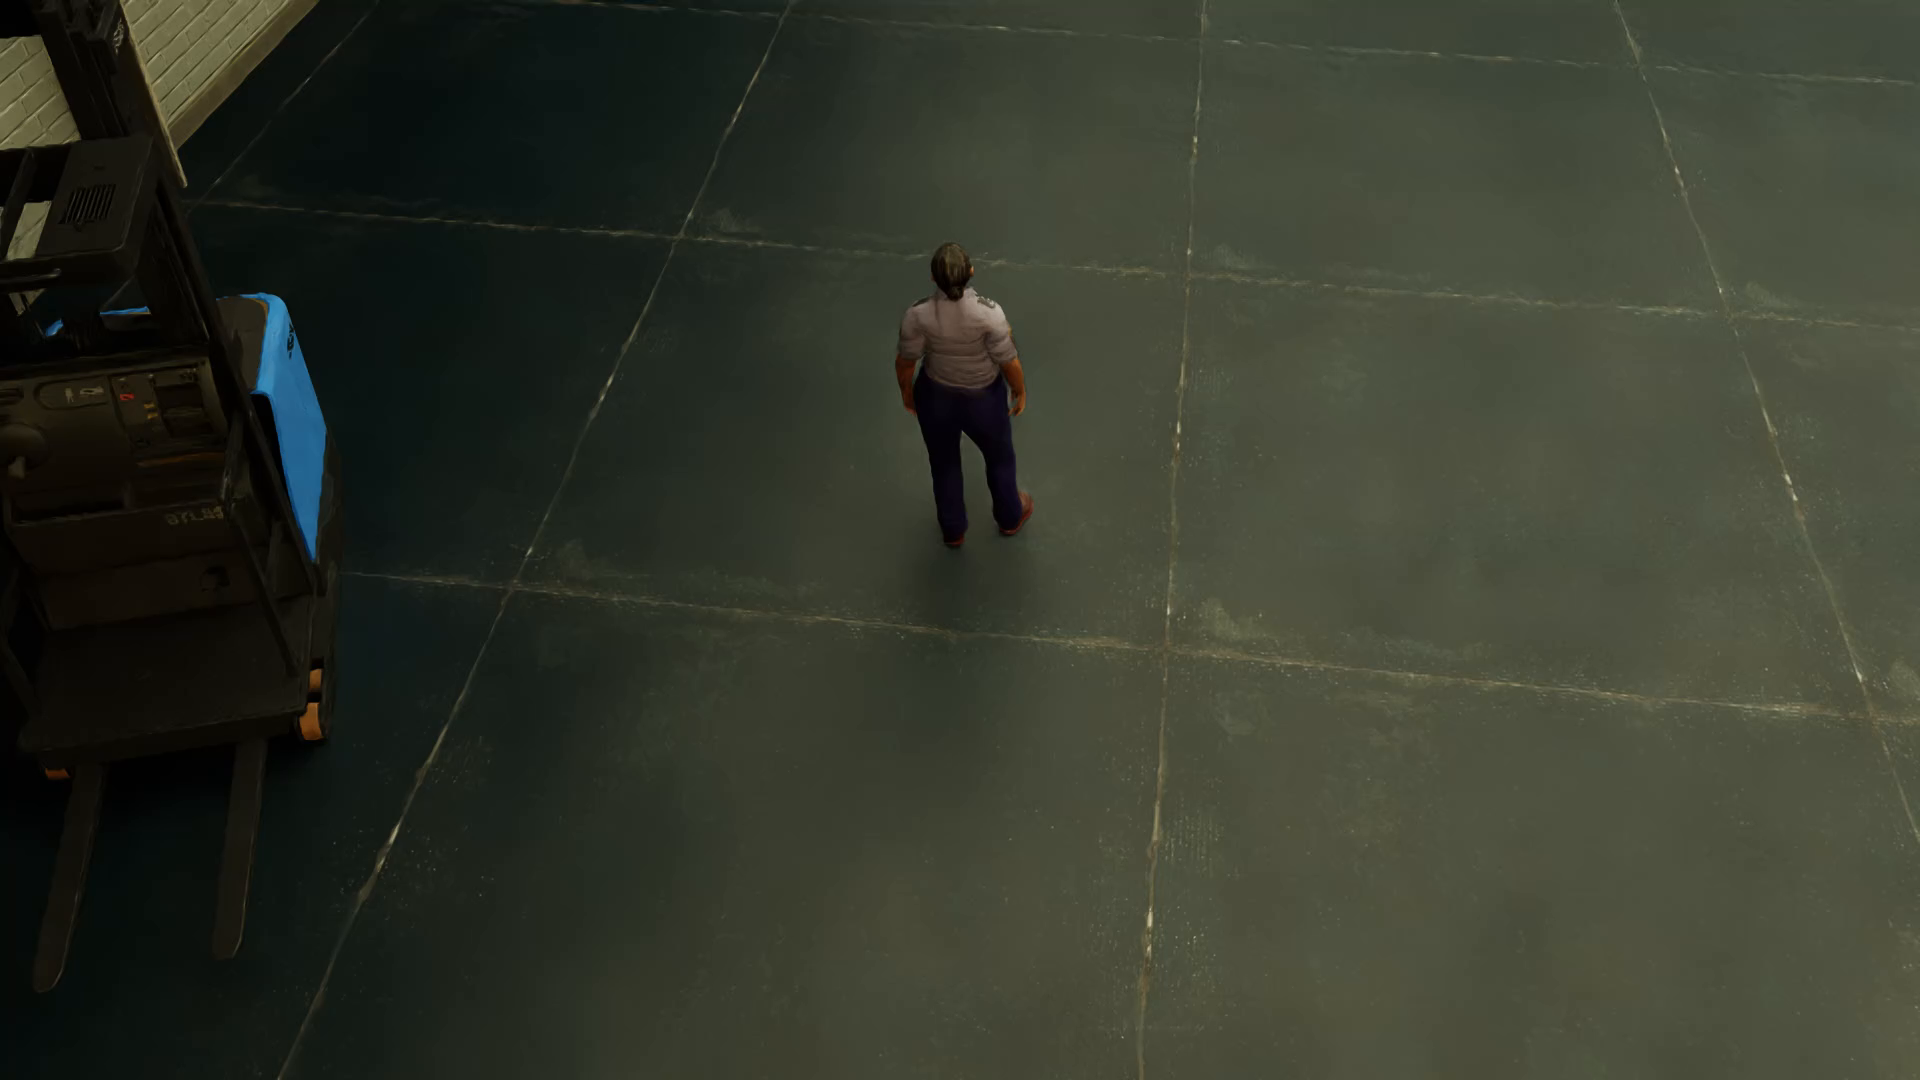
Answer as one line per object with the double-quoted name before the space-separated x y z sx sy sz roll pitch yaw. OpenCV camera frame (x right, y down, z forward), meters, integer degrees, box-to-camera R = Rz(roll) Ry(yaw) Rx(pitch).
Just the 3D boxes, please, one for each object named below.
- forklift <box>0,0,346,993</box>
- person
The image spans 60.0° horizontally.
"forklift" -3.247 -0.377 6.135 1.130 2.935 3.031 -8 43 -9
"person" 0.034 -0.670 7.392 0.599 1.650 0.502 5 43 6
